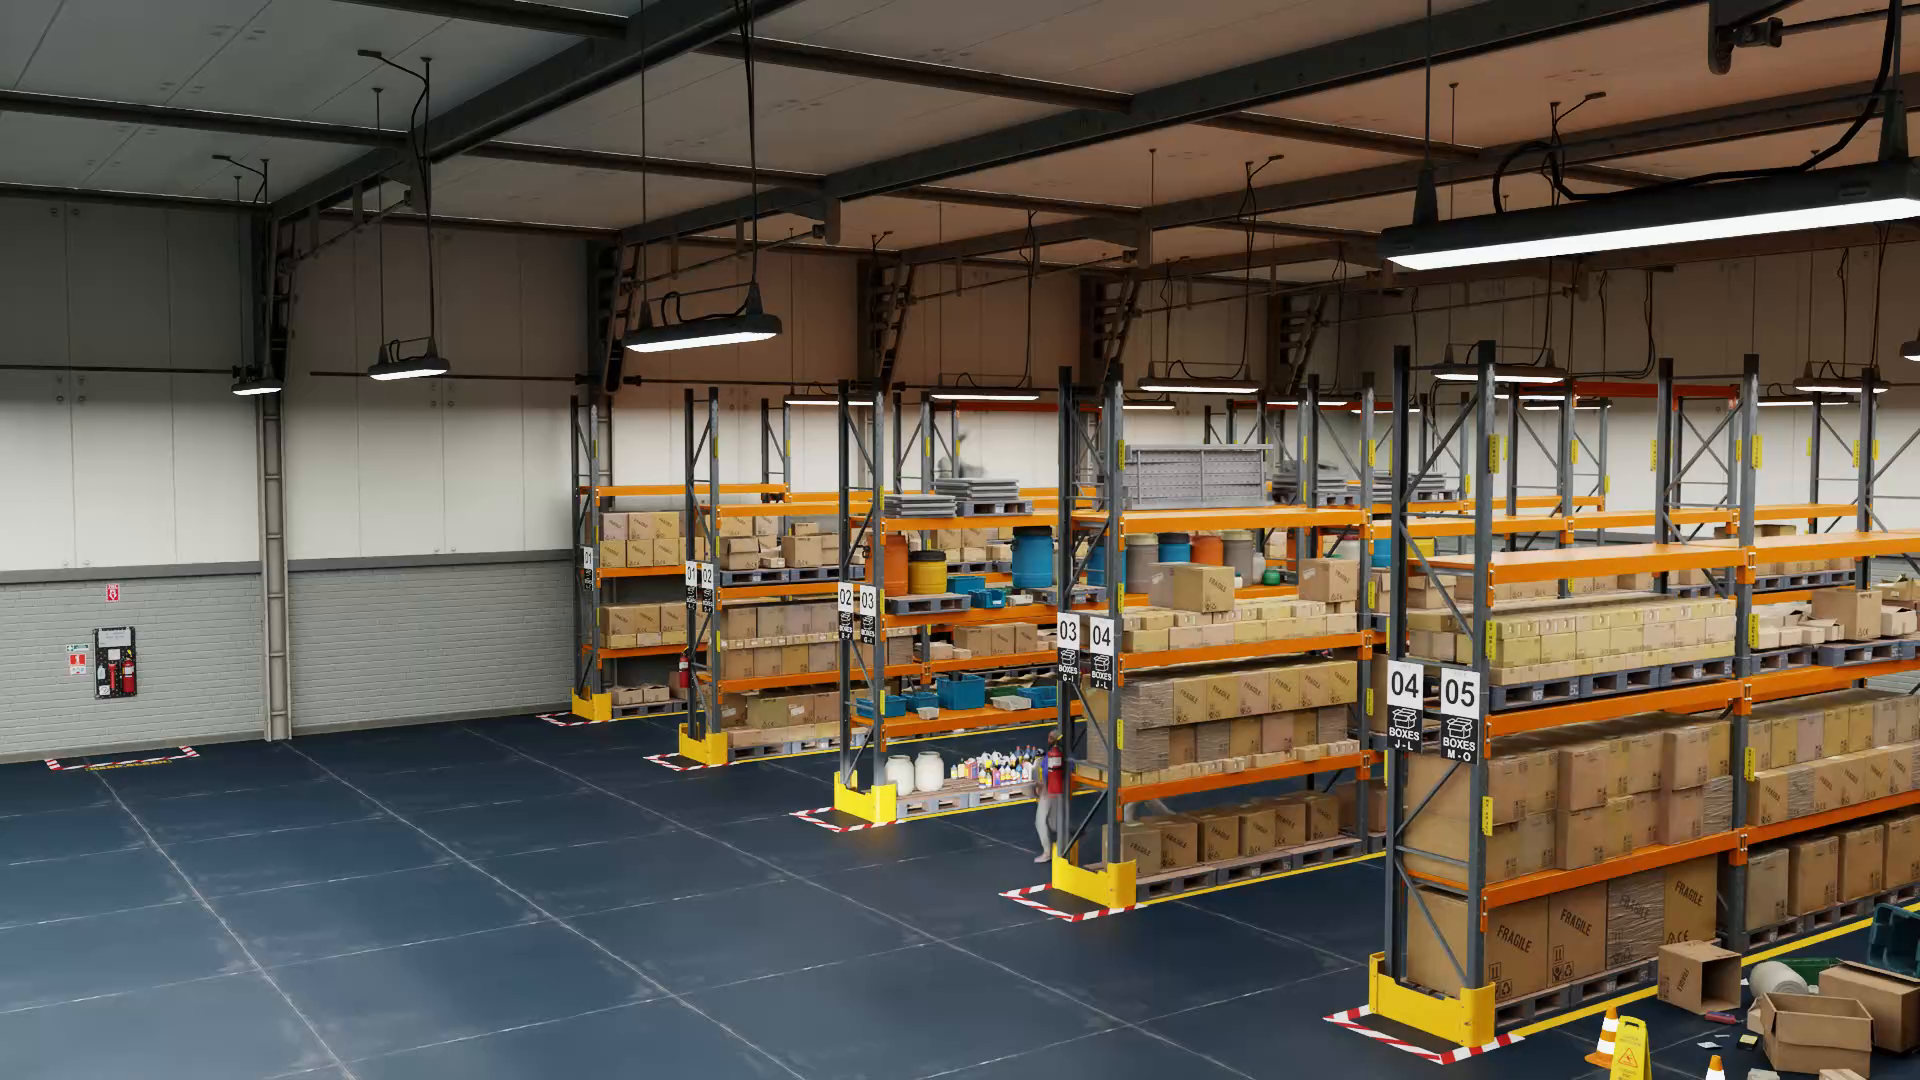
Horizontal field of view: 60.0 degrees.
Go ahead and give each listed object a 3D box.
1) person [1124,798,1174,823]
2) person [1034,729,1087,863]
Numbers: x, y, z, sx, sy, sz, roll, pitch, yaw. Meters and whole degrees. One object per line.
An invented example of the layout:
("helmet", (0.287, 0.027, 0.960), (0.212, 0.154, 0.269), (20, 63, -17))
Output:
("person", (2.390, 2.997, 21.187), (0.987, 1.804, 0.686), (-2, 4, -32))
("person", (1.215, 3.119, 20.427), (0.704, 1.618, 0.593), (-2, 4, -33))
